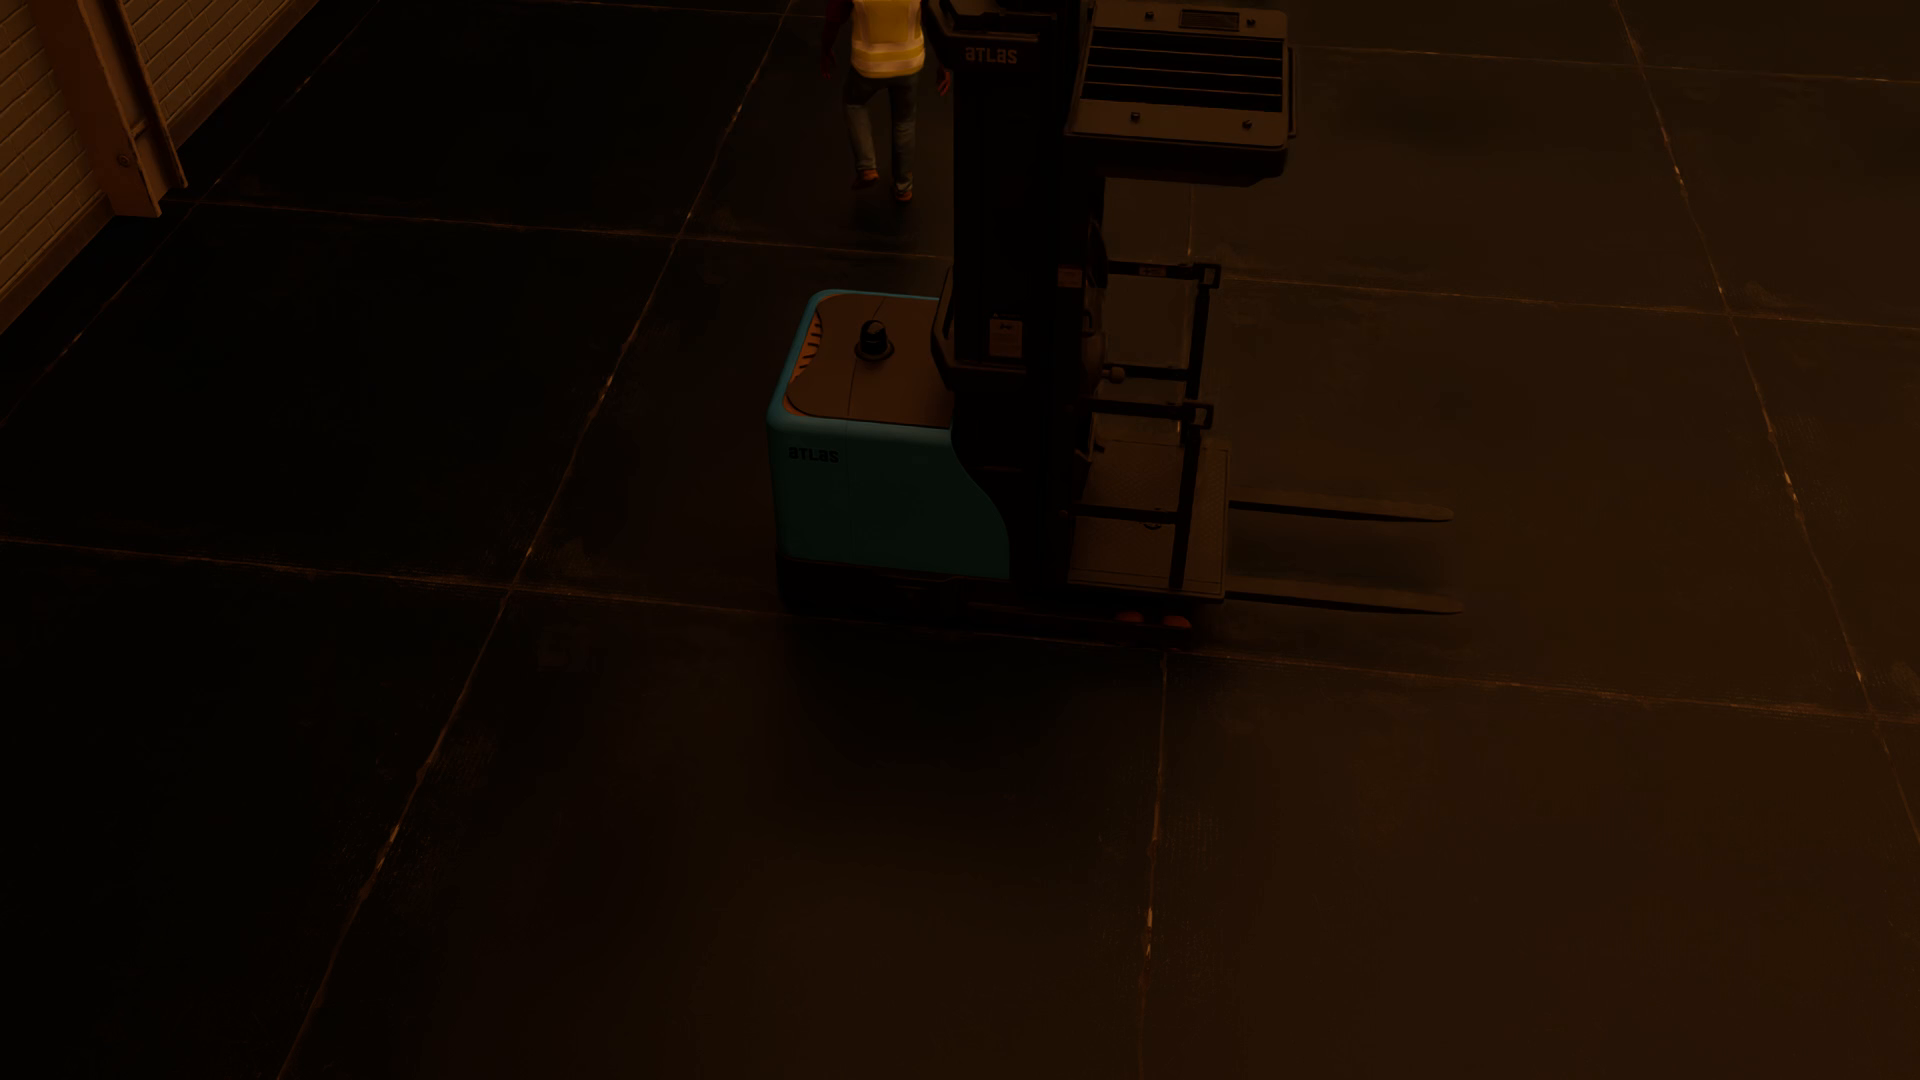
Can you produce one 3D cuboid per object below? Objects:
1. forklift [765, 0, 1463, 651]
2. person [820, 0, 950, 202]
[{"bbox_3d":[0.736,-0.974,6.784,3.031,2.935,1.130,6,43,6],"label":"forklift"},{"bbox_3d":[-0.441,-2.789,9.638,0.736,1.746,0.462,-6,43,-7],"label":"person"}]
